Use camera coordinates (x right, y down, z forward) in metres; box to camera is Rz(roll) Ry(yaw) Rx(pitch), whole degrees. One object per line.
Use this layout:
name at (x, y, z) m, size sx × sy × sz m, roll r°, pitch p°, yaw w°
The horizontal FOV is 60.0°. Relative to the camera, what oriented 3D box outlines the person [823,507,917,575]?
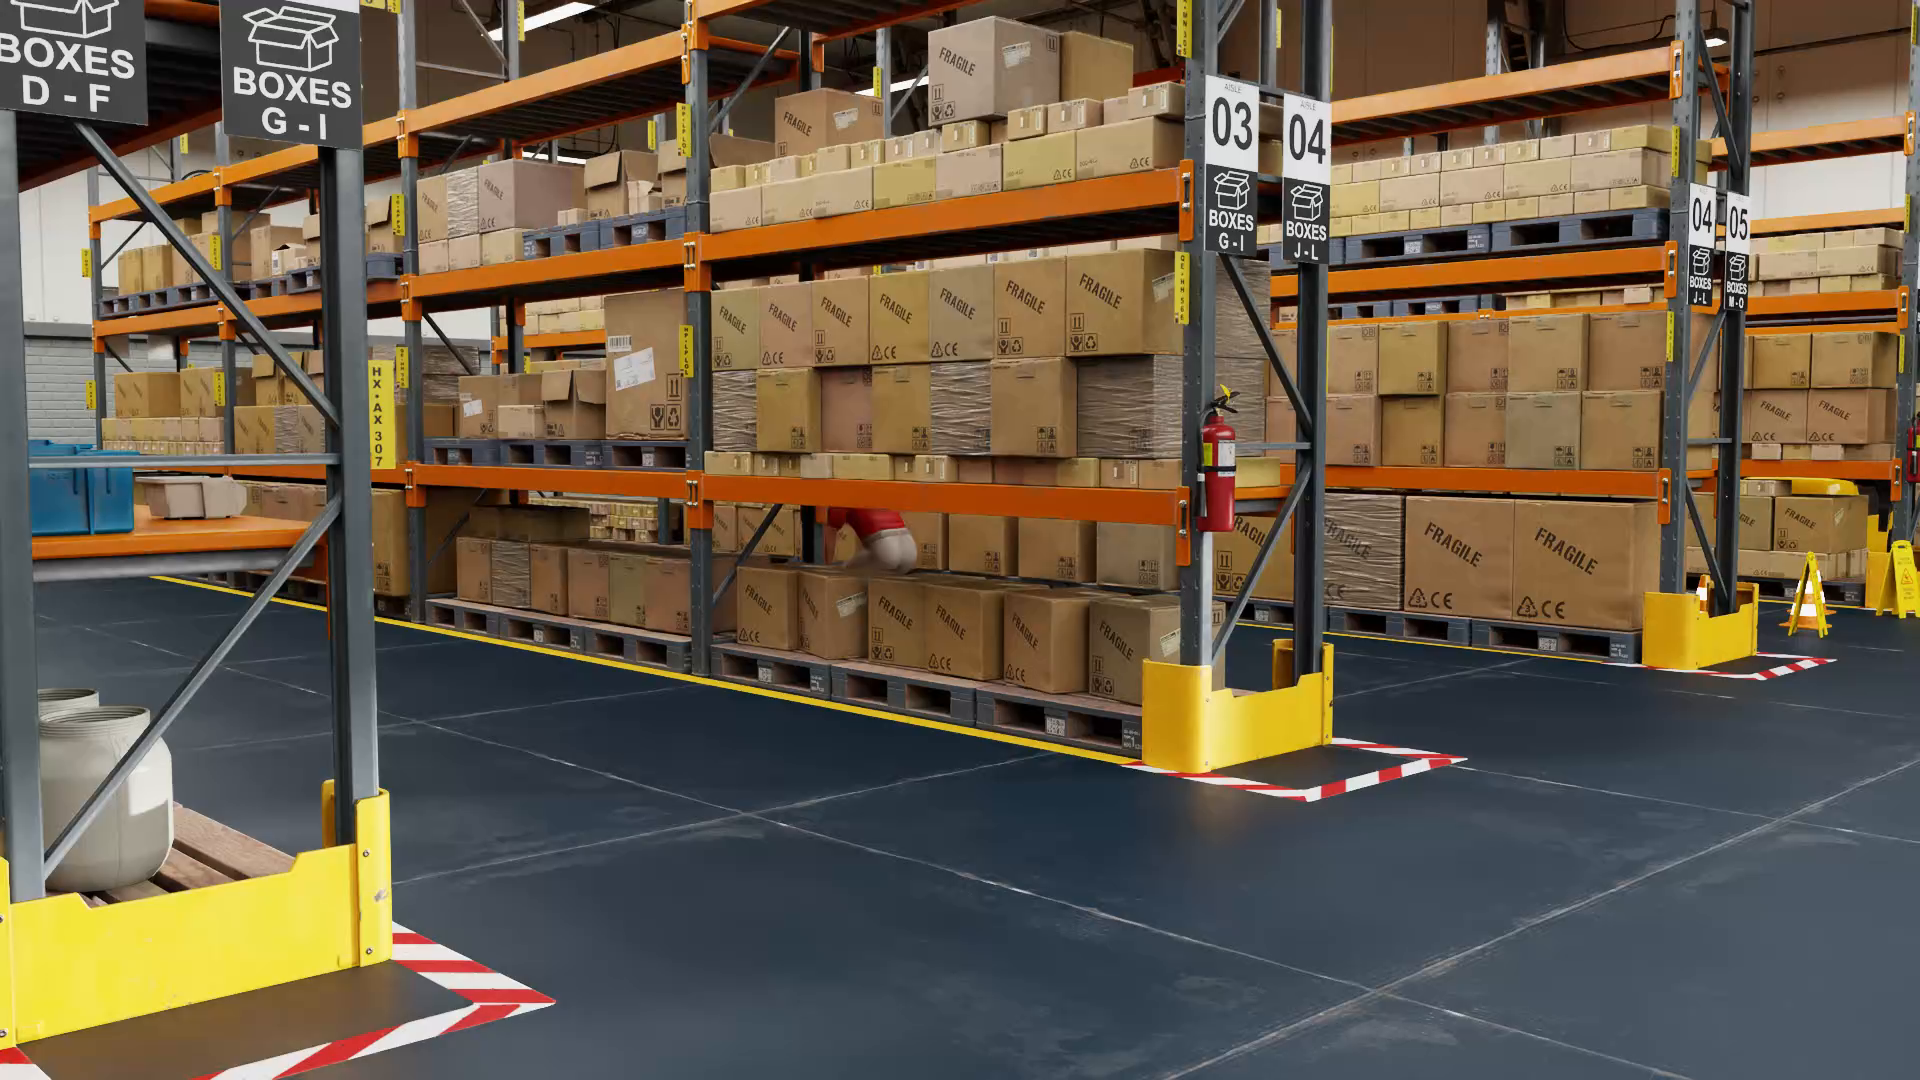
person at (-0.701, 0.111, 12.333) m, size 0.756 × 1.319 × 0.589 m, roll 4°, pitch 5°, yaw 43°
